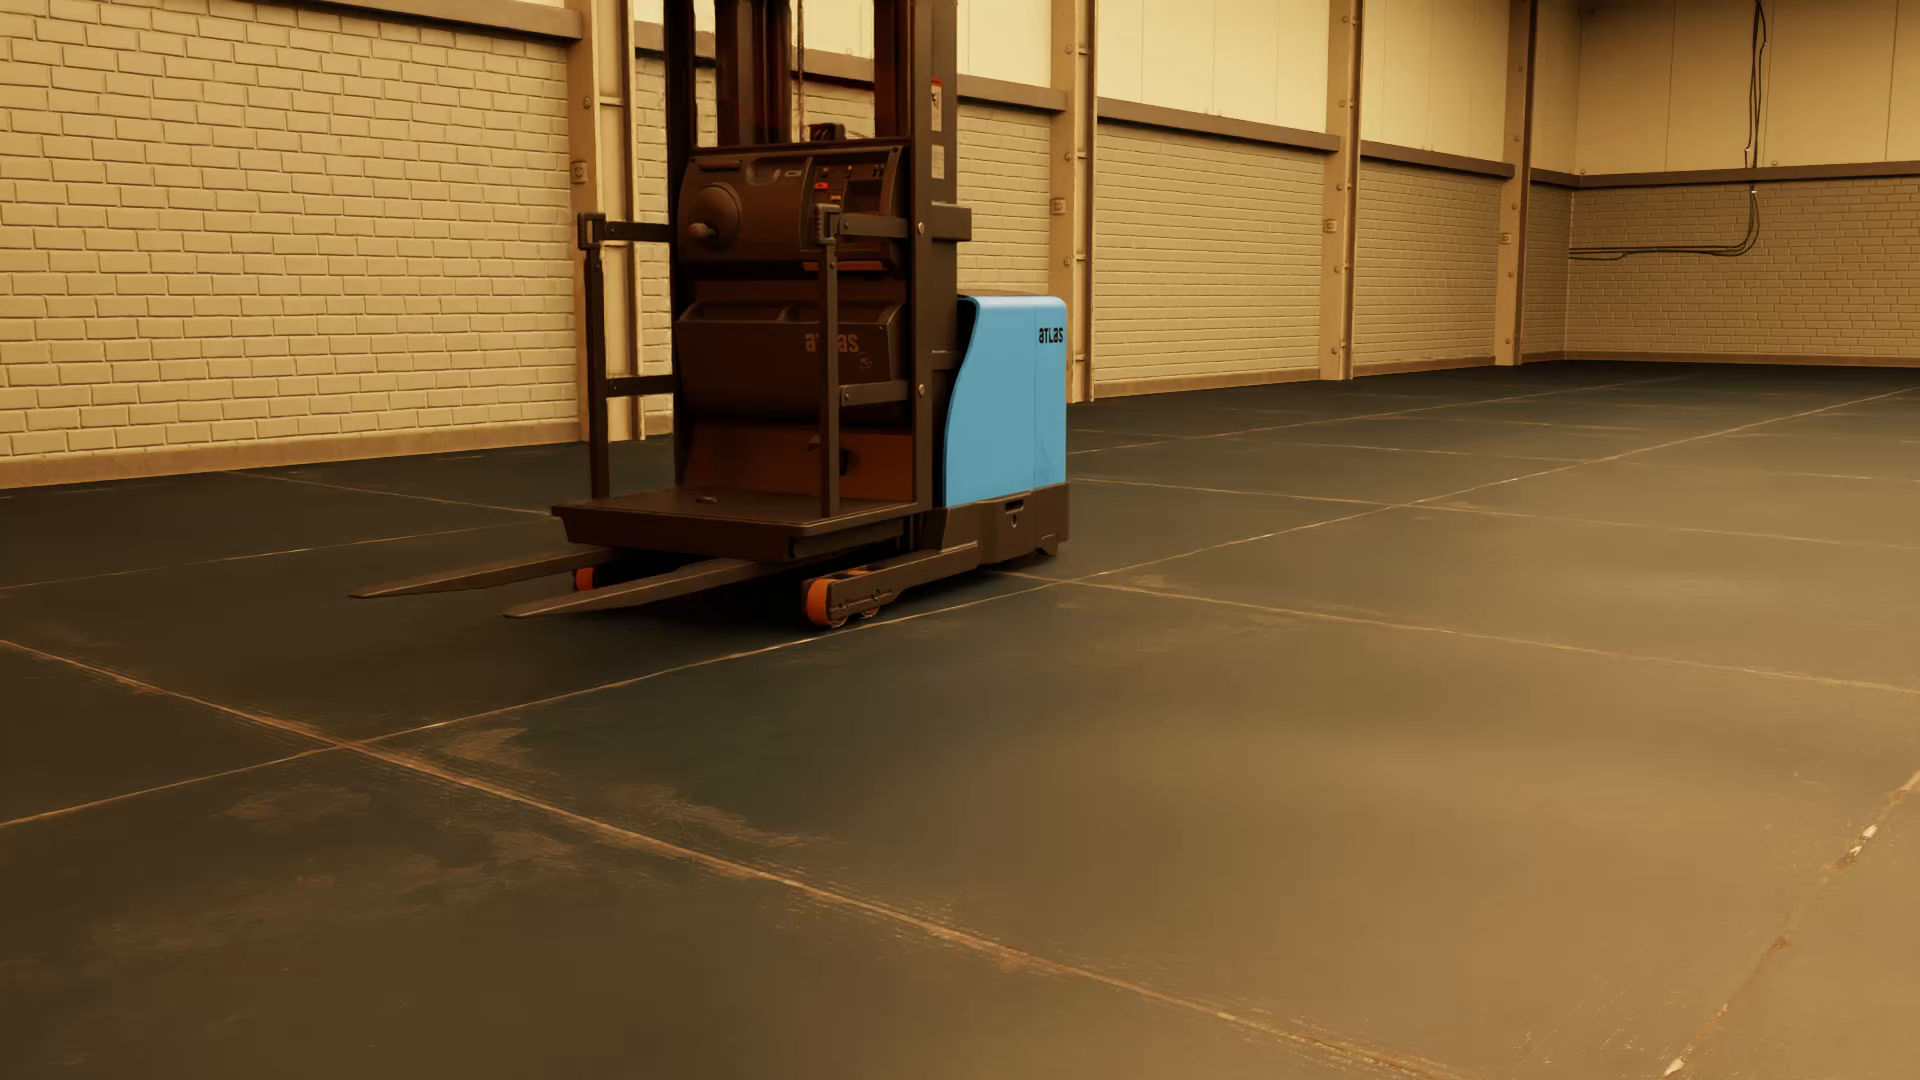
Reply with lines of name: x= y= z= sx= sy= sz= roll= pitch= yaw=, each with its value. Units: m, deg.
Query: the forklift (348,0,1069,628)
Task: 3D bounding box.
forklift: x=-0.720 y=-1.238 z=5.740 sx=1.130 sy=2.935 sz=3.031 roll=5 pitch=10 yaw=30
